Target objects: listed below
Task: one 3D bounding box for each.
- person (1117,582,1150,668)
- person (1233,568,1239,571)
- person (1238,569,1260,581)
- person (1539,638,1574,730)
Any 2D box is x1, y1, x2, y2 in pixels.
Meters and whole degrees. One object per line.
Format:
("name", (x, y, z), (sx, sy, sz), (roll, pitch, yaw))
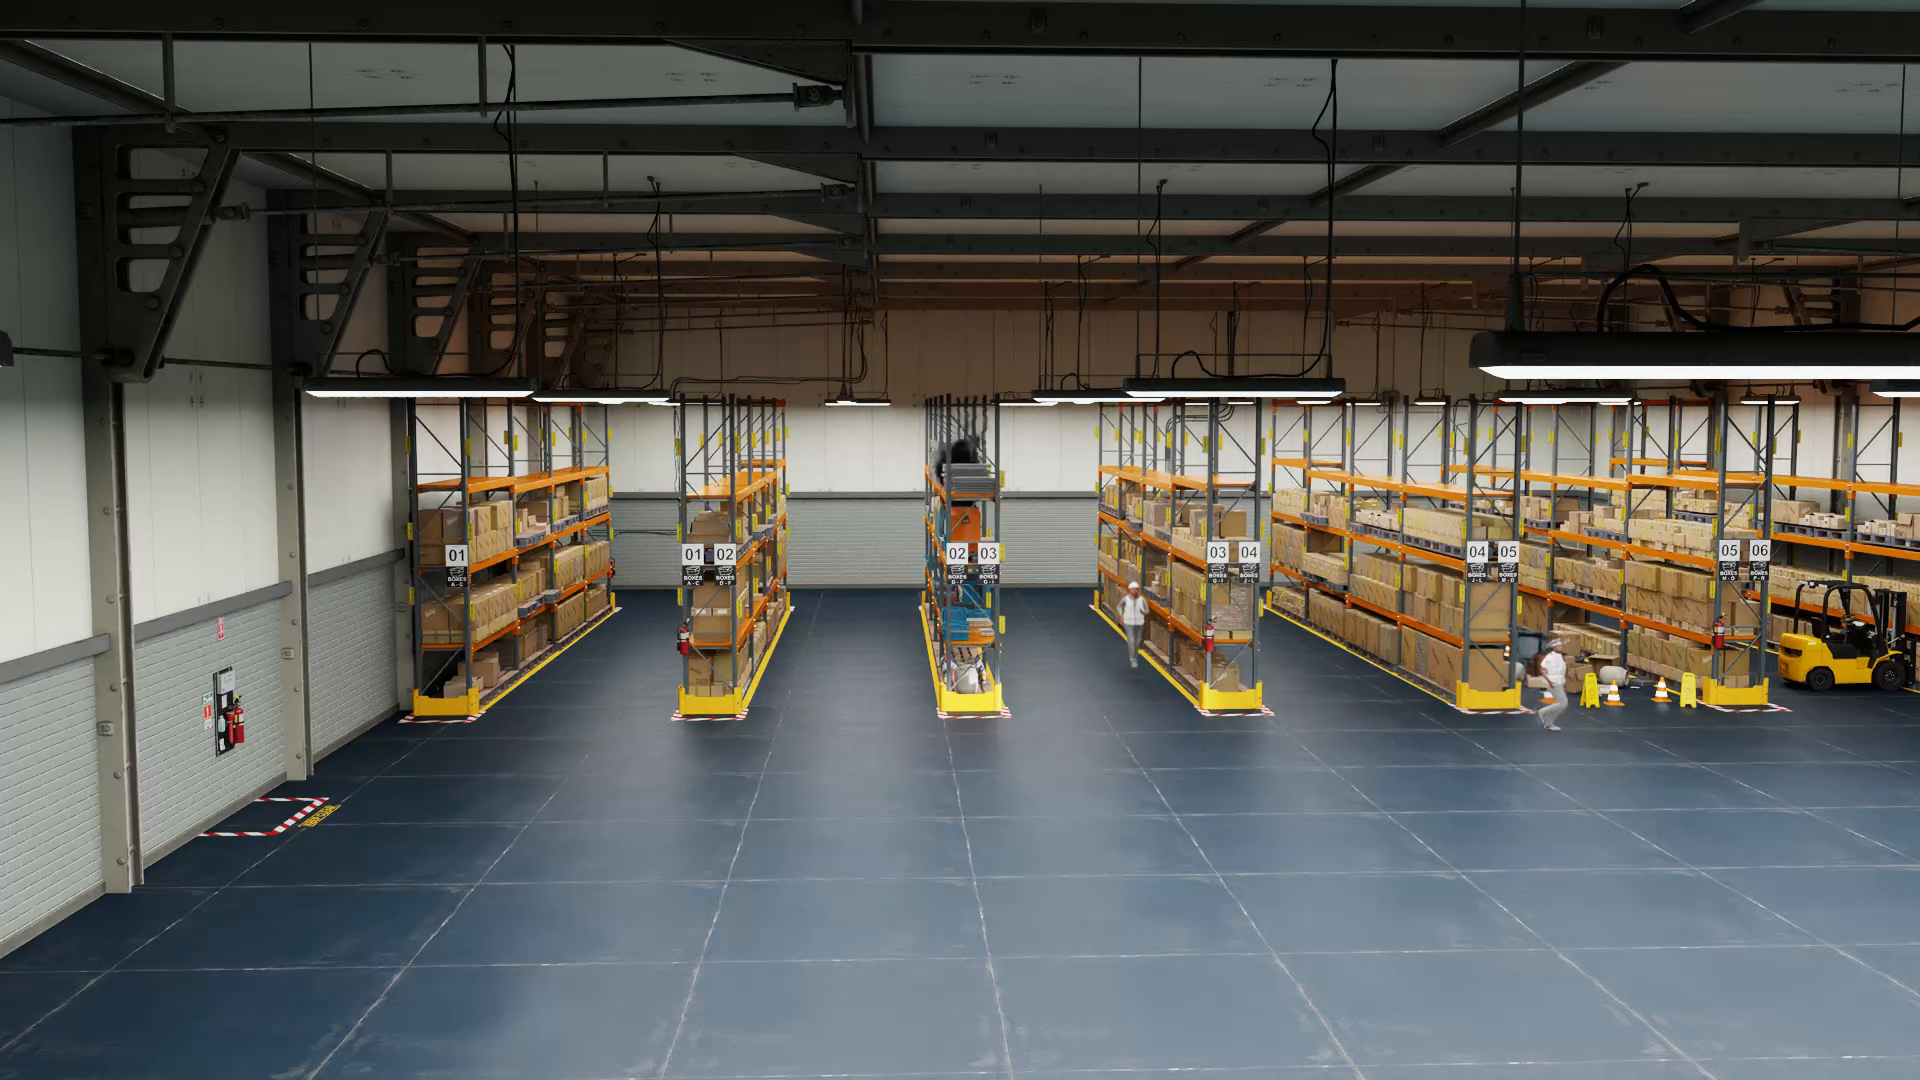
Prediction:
("person", (3.661, 1.790, 34.977), (0.662, 1.809, 0.898), (-1, 5, -7))
("person", (7.644, 1.263, 47.240), (0.603, 1.494, 0.619), (2, 5, 21))
("person", (7.747, 1.316, 44.624), (0.632, 1.748, 0.601), (0, 5, 3))
("person", (10.624, 2.564, 29.577), (0.554, 1.659, 0.573), (4, 6, 40))
